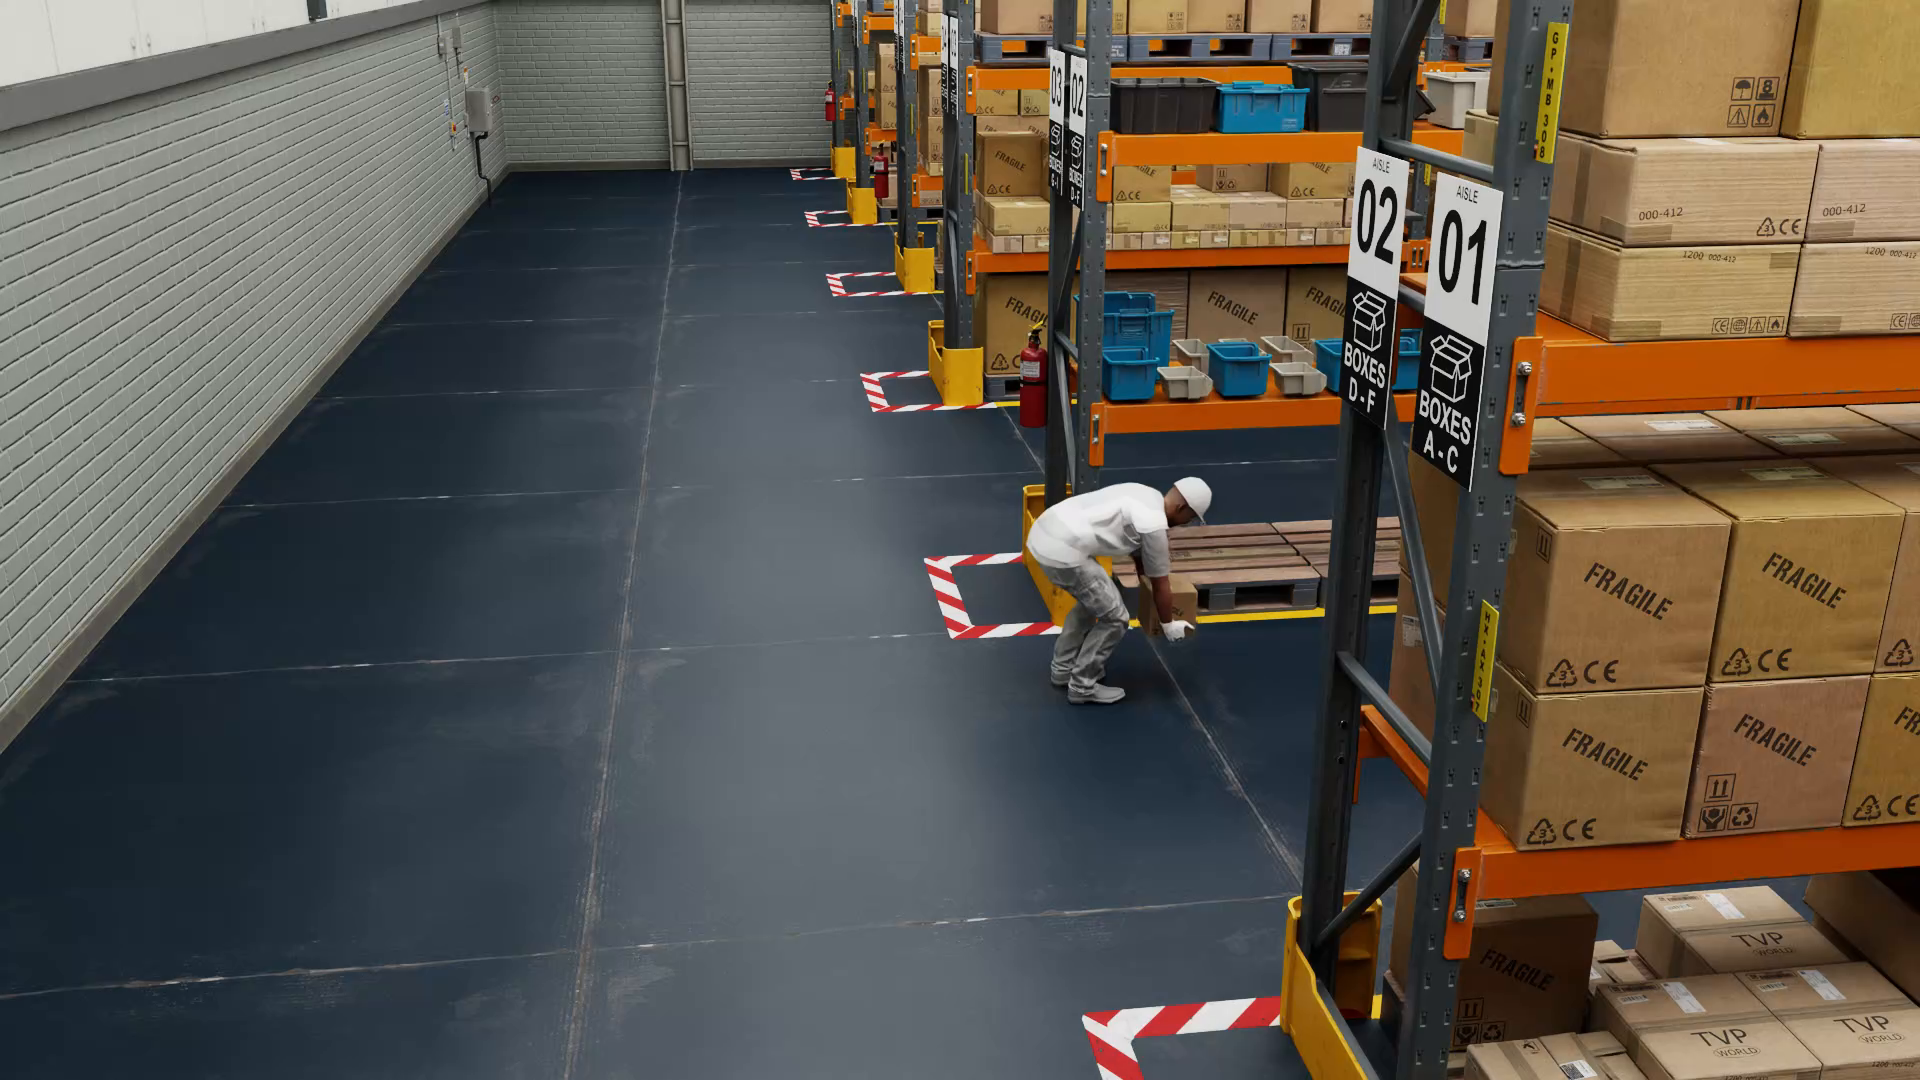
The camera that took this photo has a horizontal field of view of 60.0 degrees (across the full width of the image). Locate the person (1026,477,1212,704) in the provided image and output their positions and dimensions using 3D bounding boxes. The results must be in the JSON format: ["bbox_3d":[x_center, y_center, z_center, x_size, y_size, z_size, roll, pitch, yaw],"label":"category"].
[{"bbox_3d":[0.834,0.248,8.757,0.967,1.167,0.516,-4,20,-10],"label":"person"}]
